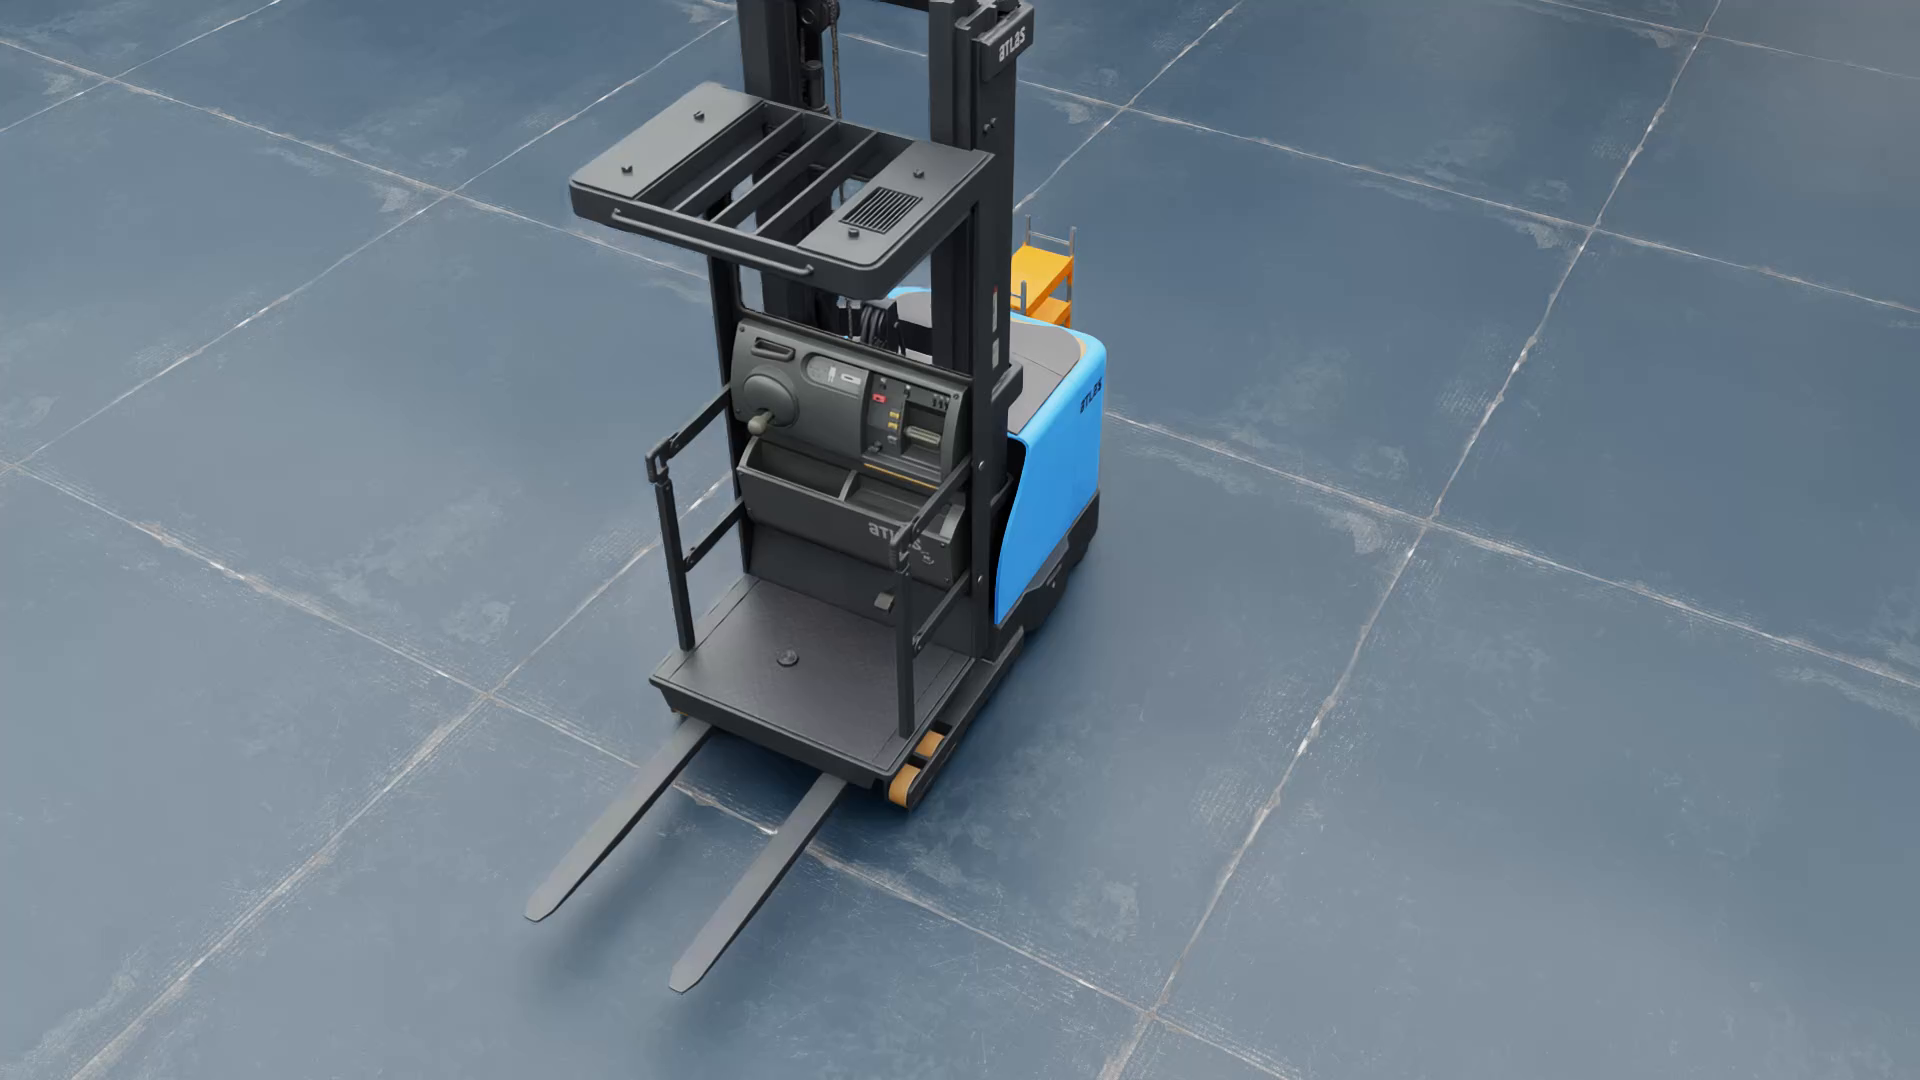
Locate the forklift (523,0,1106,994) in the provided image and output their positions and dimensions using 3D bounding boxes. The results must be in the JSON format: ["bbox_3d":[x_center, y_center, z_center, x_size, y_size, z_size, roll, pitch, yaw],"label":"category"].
[{"bbox_3d":[-0.511,-0.415,5.819,1.130,2.935,3.031,19,45,20],"label":"forklift"}]

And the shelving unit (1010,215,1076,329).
[{"bbox_3d":[0.285,-0.813,7.581,0.258,1.200,0.503,19,45,20],"label":"shelving unit"}]

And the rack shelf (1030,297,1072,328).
[{"bbox_3d":[0.285,-0.930,7.478,0.258,0.148,0.480,19,45,20],"label":"rack shelf"}]

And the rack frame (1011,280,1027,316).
[{"bbox_3d":[0.171,-0.670,7.419,0.240,1.200,0.015,19,45,20],"label":"rack frame"}]

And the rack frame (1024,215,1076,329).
[{"bbox_3d":[0.399,-0.956,7.743,0.240,1.200,0.015,19,45,20],"label":"rack frame"}]

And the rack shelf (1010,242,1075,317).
[{"bbox_3d":[0.285,-1.108,7.321,0.258,0.148,0.480,19,45,20],"label":"rack shelf"}]
